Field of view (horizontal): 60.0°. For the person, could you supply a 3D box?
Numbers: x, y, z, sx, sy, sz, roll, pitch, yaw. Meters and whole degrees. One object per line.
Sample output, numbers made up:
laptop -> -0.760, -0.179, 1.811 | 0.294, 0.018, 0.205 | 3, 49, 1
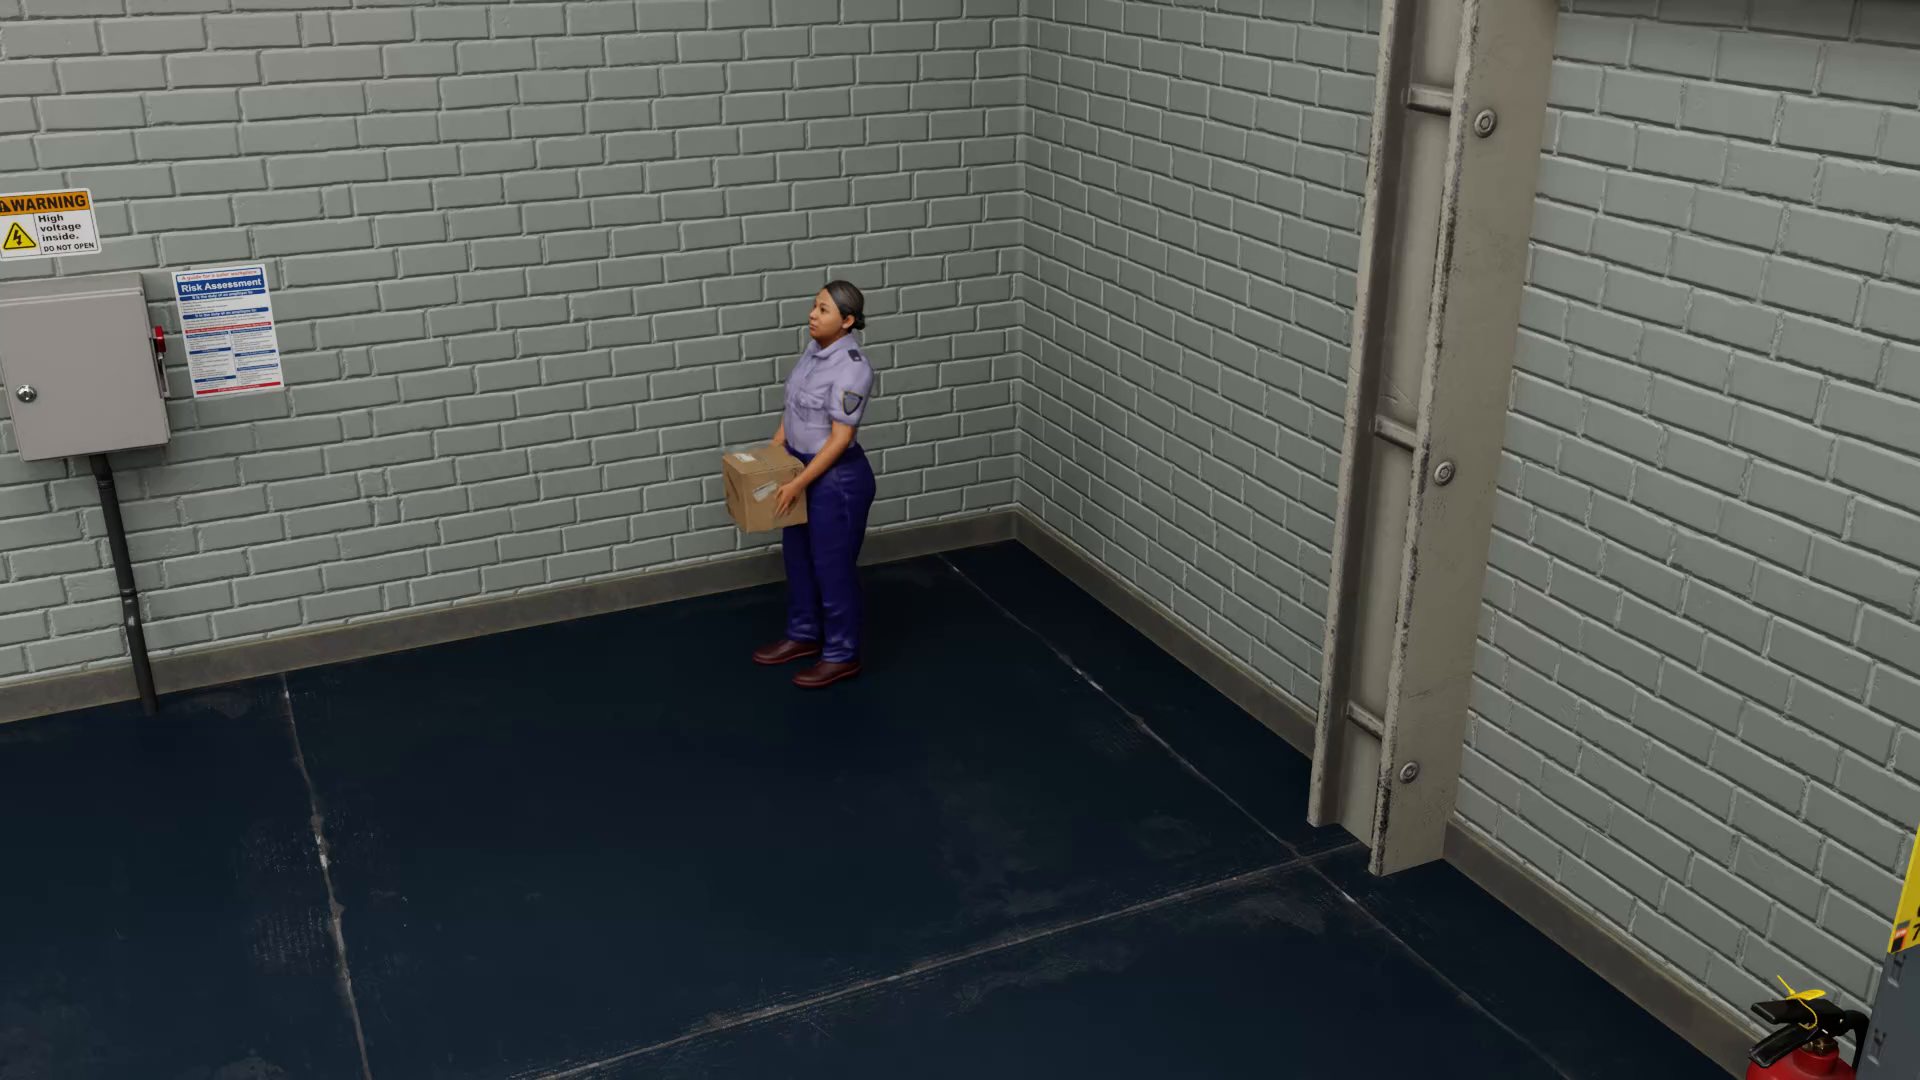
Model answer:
person -> -0.580, -0.213, 6.628 | 0.456, 1.653, 0.522 | -10, 24, -24
